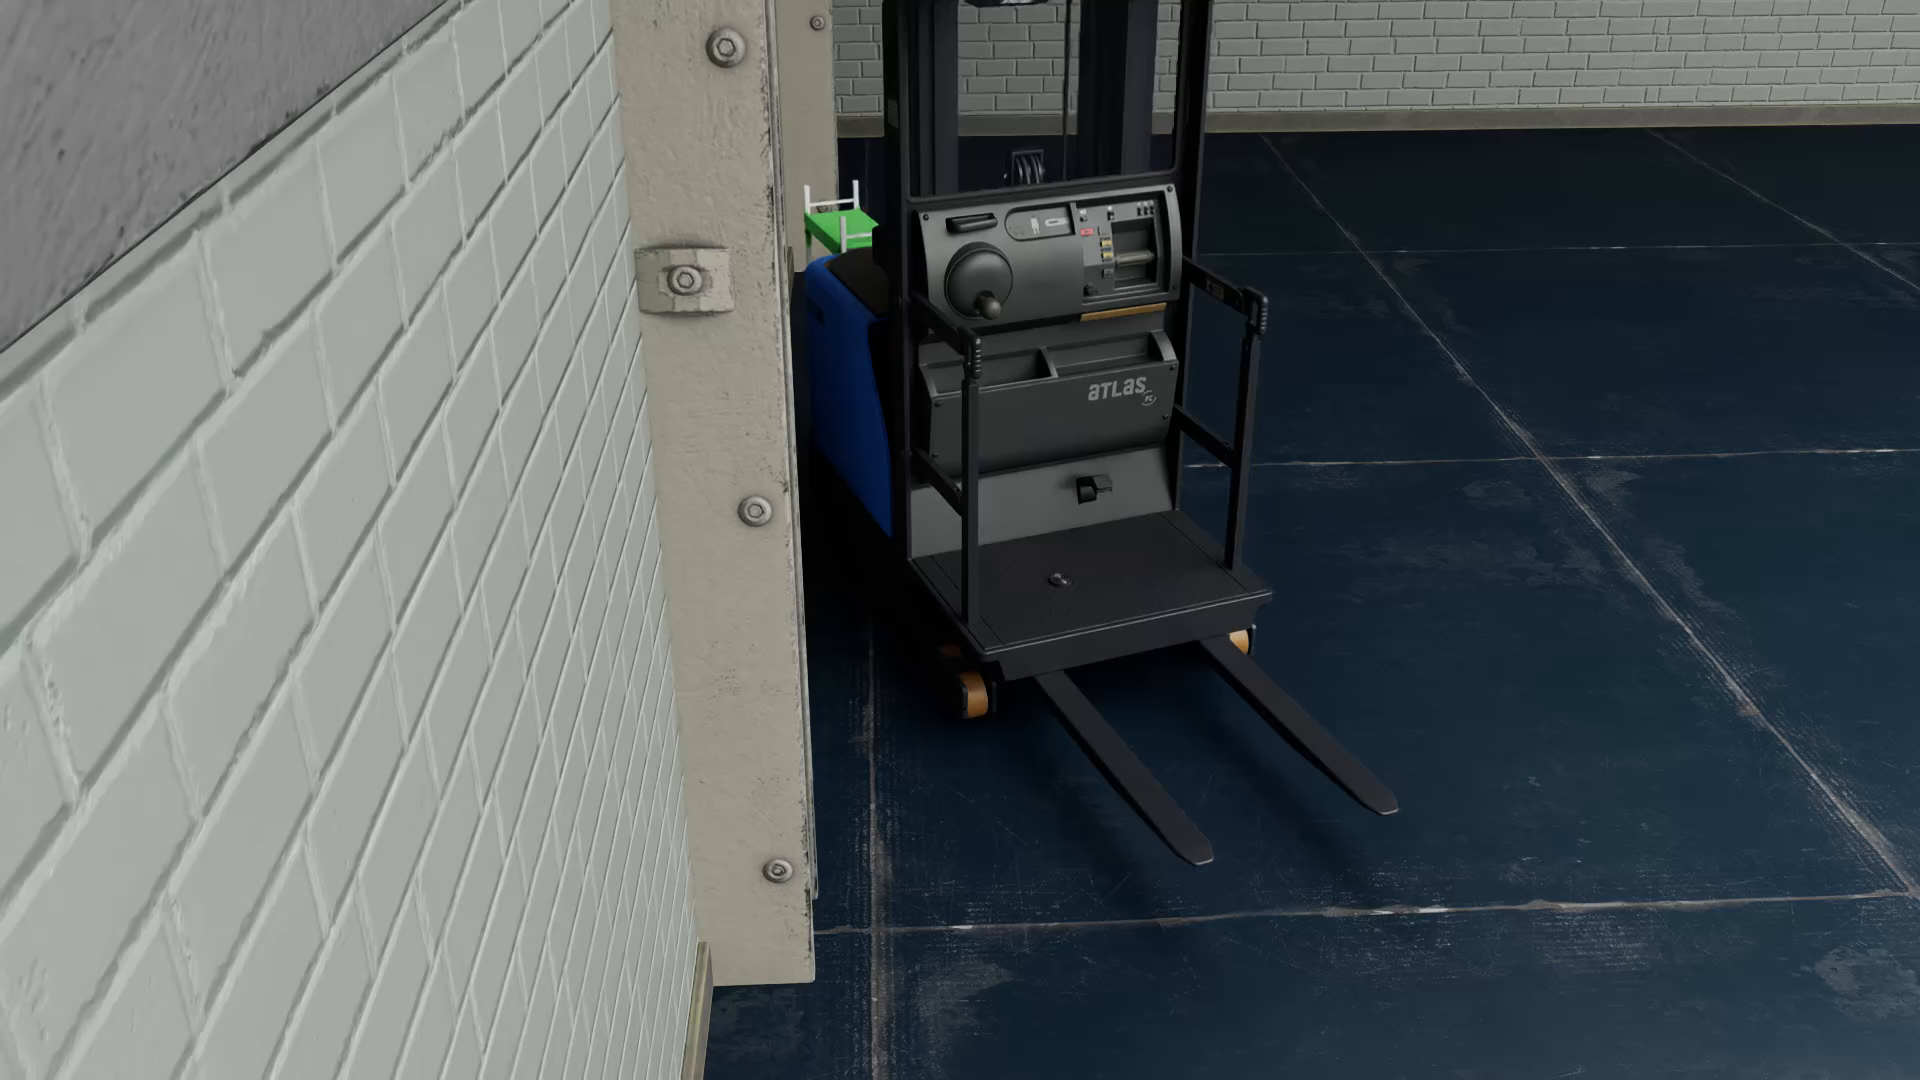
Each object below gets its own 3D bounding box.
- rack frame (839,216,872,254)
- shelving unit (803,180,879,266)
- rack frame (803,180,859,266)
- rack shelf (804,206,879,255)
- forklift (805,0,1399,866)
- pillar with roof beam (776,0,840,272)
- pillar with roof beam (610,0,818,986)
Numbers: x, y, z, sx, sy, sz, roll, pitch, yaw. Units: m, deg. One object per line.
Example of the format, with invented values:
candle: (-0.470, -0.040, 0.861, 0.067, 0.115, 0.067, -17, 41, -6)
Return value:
rack frame: (-0.367, -0.774, 6.937, 0.240, 1.200, 0.015, -11, 29, -19)
shelving unit: (-0.457, -0.879, 7.138, 0.258, 1.200, 0.503, -11, 29, -19)
rack frame: (-0.548, -0.984, 7.338, 0.240, 1.200, 0.015, -11, 29, -19)
rack shelf: (-0.457, -1.248, 6.945, 0.258, 0.148, 0.480, -11, 29, -19)
forklift: (0.390, -0.917, 5.338, 1.130, 2.935, 3.031, -11, 29, -19)
pillar with roof beam: (3.430, -5.764, 8.071, 9.100, 9.000, 0.400, -1, 28, -3)
pillar with roof beam: (3.744, -2.993, 2.758, 9.100, 9.000, 0.400, -1, 28, -3)
